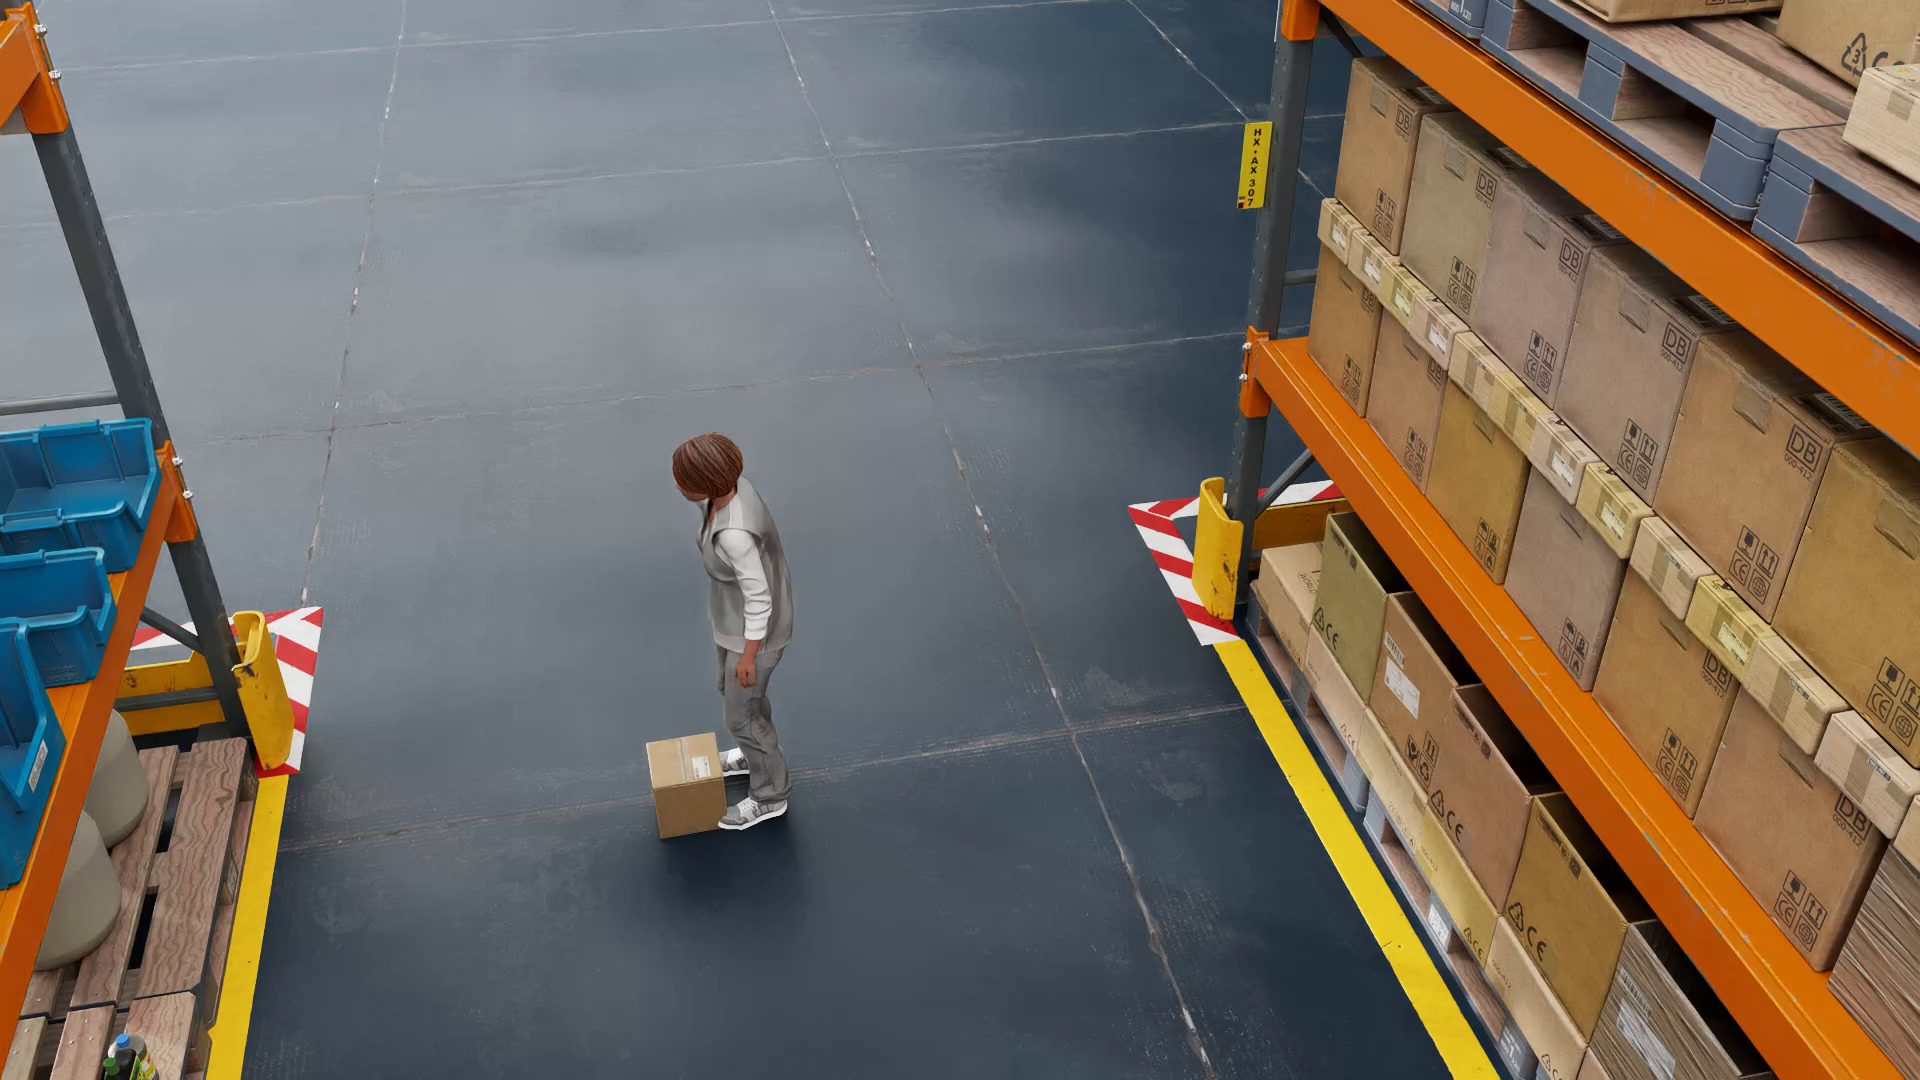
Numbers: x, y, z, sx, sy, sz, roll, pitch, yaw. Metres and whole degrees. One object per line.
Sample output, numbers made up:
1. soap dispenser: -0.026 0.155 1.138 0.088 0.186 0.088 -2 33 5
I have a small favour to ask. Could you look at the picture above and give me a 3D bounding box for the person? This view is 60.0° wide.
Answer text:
1. person: -0.752 0.304 5.719 0.347 1.590 0.472 -9 36 -13
